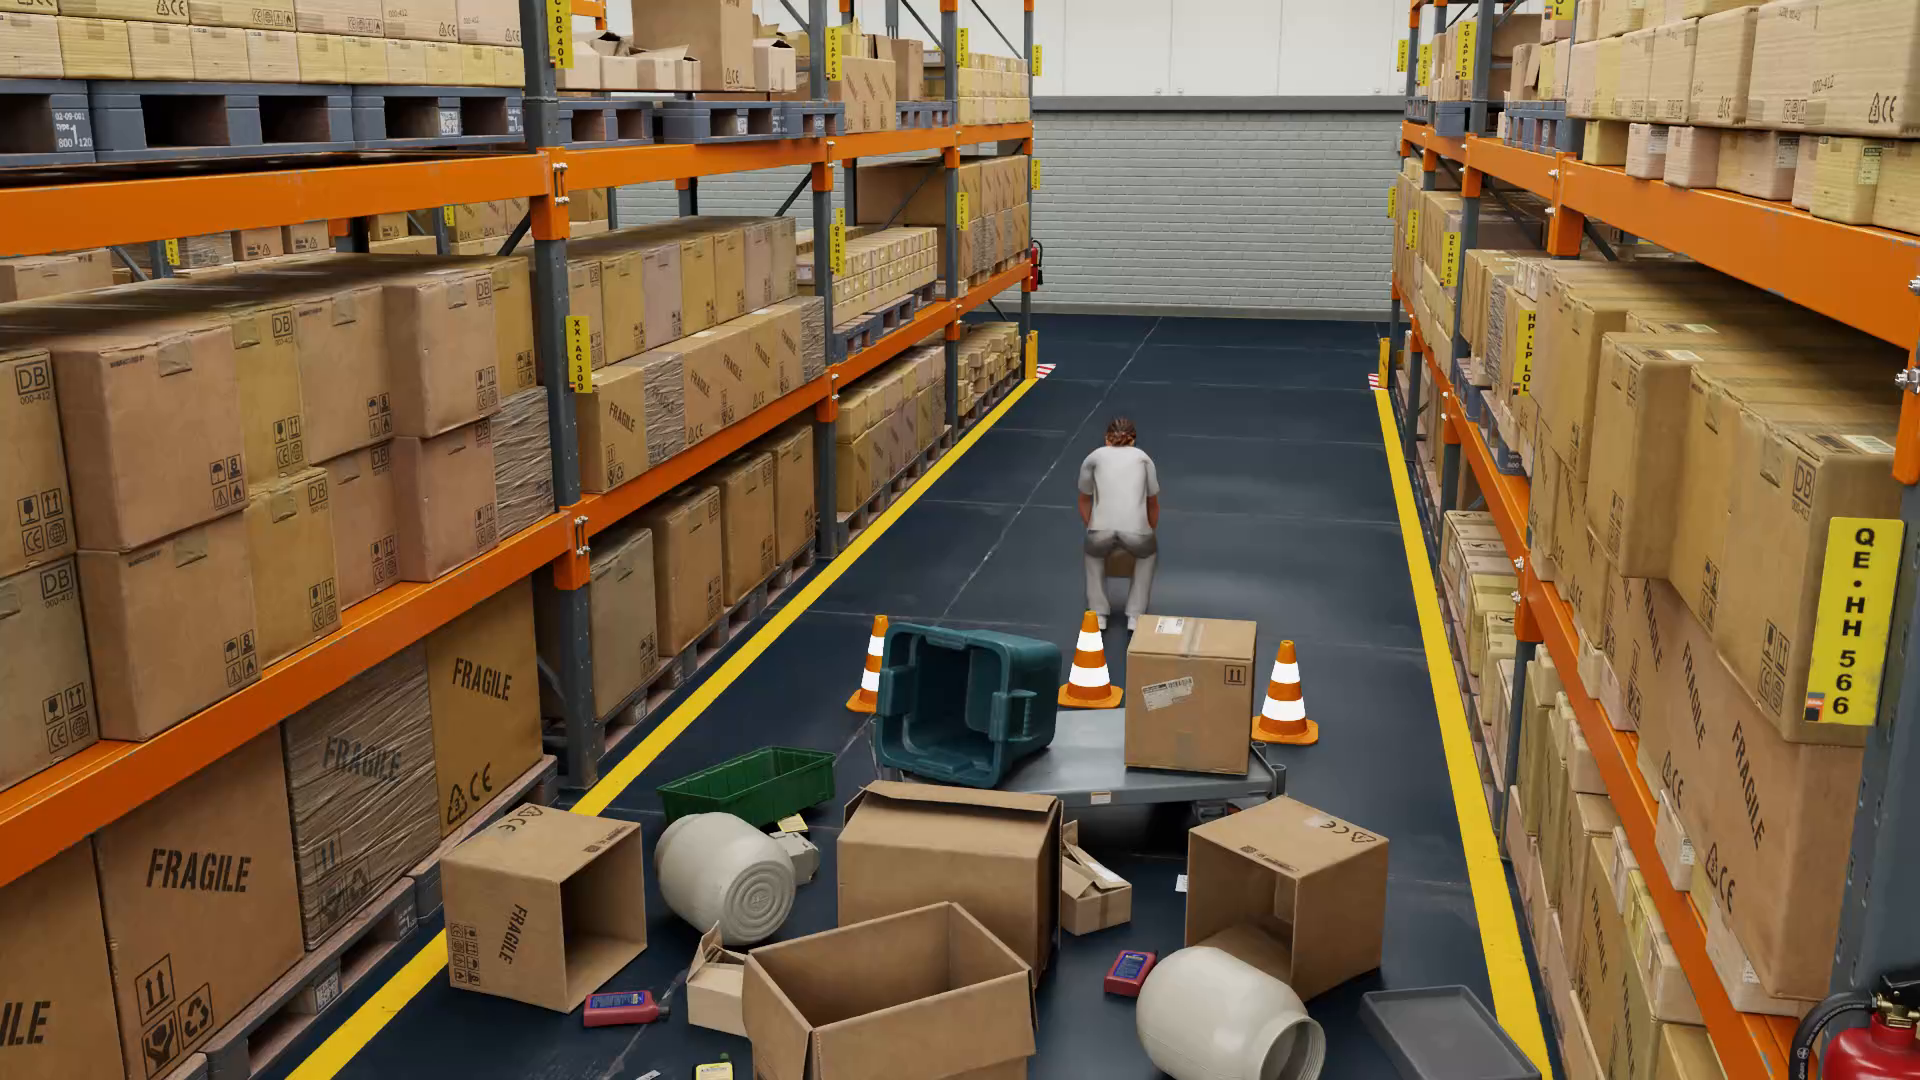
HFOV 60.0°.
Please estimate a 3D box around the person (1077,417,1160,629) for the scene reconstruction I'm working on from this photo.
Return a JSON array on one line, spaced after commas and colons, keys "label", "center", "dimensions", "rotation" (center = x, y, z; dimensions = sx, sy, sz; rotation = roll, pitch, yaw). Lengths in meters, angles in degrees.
[{"label": "person", "center": [0.920, -0.088, 9.806], "dimensions": [0.491, 1.194, 0.725], "rotation": [3, 15, 11]}]
